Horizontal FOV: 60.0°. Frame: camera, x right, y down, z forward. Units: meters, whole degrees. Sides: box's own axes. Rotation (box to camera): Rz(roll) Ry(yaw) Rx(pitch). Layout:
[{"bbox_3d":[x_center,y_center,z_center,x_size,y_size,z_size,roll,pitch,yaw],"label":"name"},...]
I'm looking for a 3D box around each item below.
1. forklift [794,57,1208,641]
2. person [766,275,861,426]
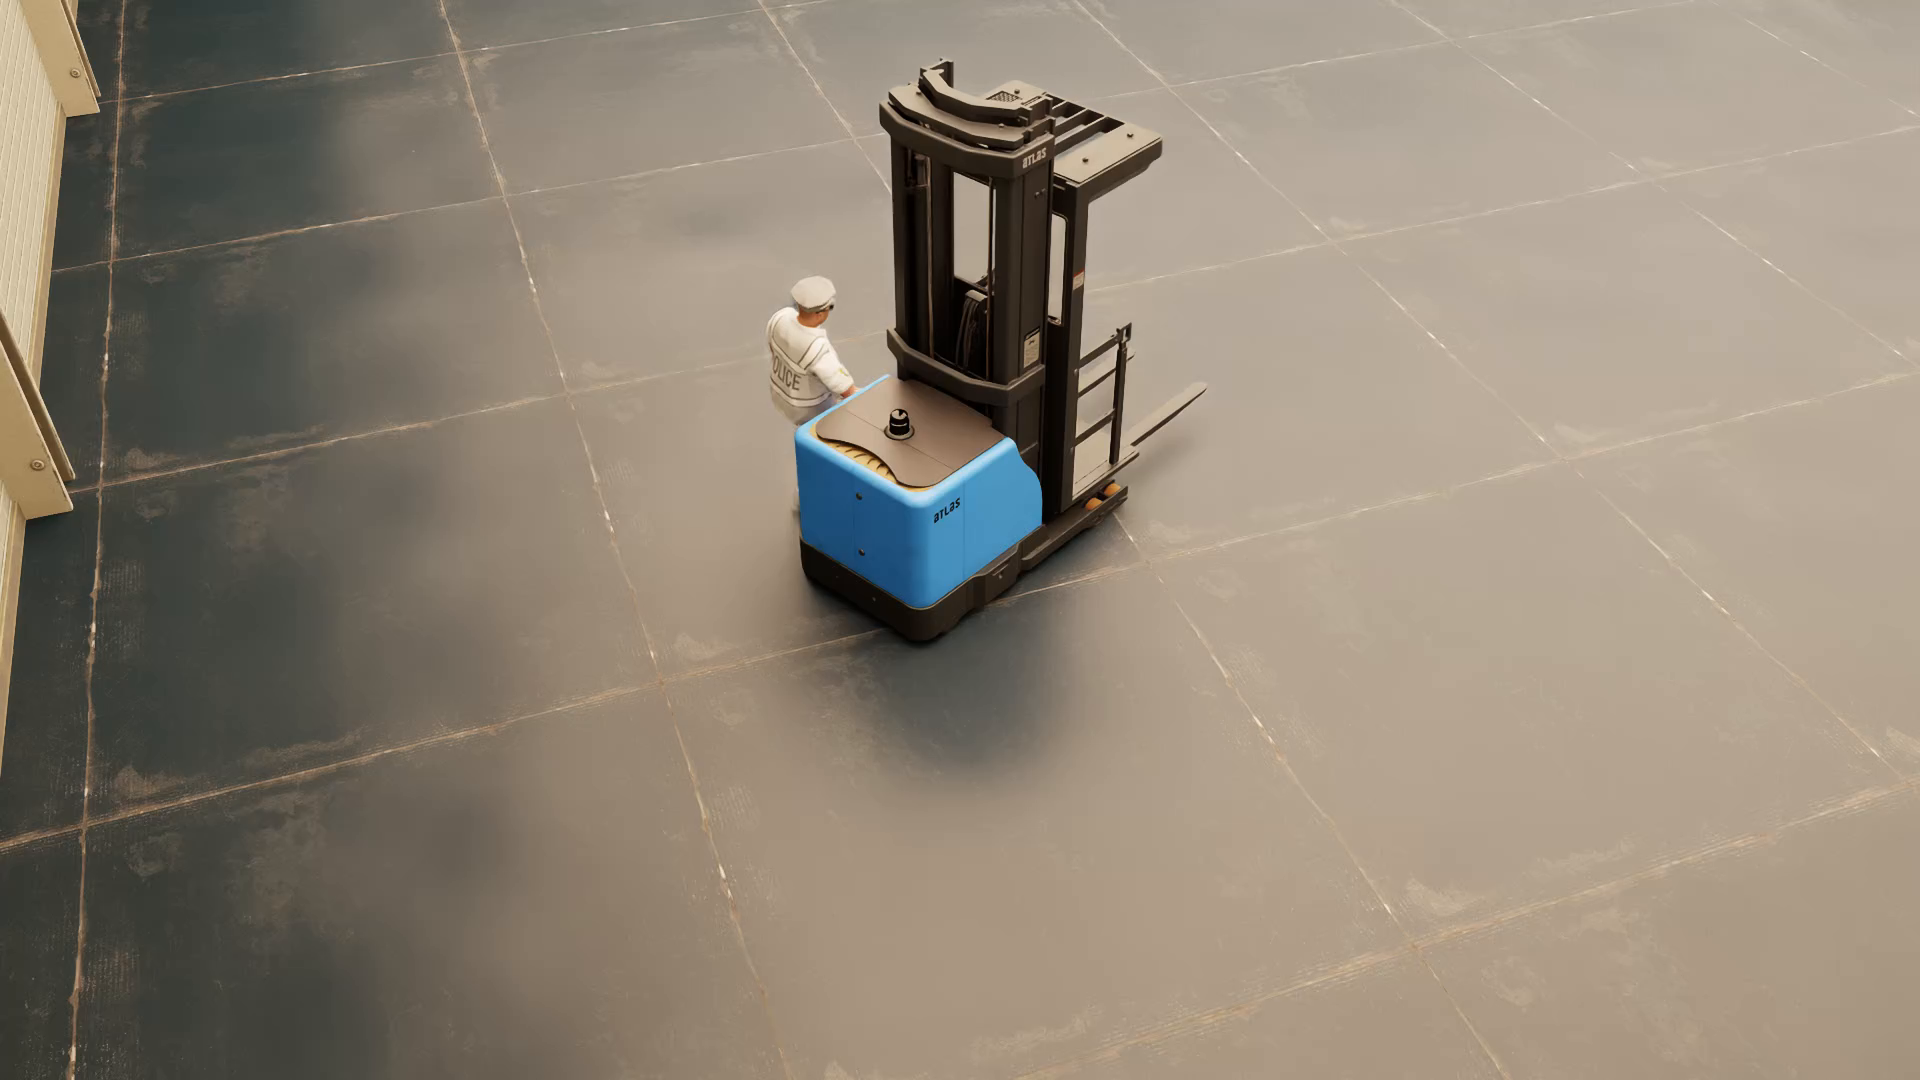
[{"bbox_3d":[0.408,-1.414,9.681,1.130,2.935,3.031,30,48,31],"label":"forklift"},{"bbox_3d":[-0.768,-0.890,10.041,0.637,1.605,0.819,-27,47,-29],"label":"person"}]
